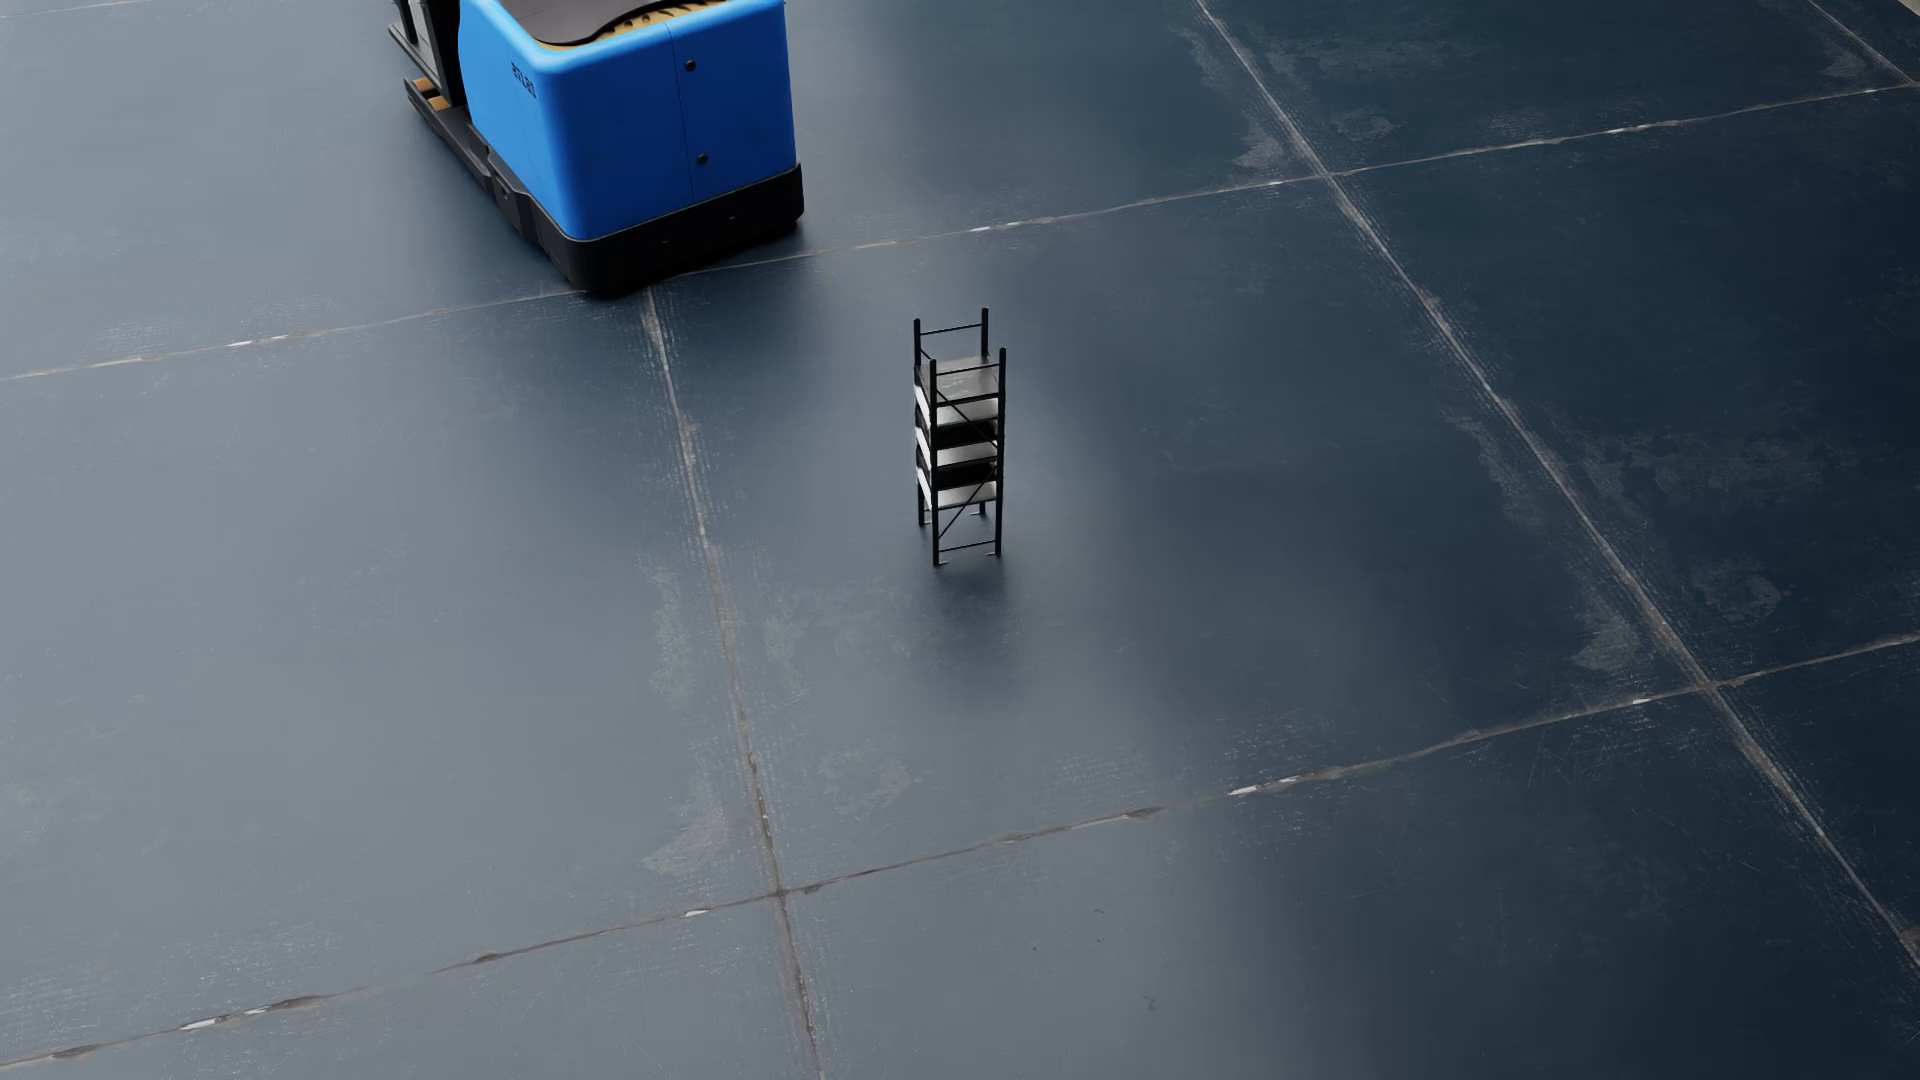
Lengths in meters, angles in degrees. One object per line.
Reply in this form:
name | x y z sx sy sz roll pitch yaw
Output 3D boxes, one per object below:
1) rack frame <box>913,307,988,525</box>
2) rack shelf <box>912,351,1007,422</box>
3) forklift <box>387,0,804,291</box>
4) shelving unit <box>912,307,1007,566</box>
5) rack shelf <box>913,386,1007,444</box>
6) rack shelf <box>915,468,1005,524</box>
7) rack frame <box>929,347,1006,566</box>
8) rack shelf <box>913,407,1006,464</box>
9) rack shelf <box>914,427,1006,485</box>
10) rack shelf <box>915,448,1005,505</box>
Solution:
rack frame | -0.028 -0.391 5.503 0.240 0.900 0.006 -11 47 -10
rack shelf | -0.002 -0.486 5.265 0.258 0.077 0.200 -11 47 -10
forklift | -1.888 -3.043 6.680 1.130 2.935 3.031 -25 51 -23
shelving unit | -0.002 -0.321 5.434 0.258 0.900 0.210 -11 47 -10
rack shelf | -0.002 -0.423 5.329 0.258 0.077 0.200 -11 47 -10
rack shelf | -0.002 -0.171 5.586 0.258 0.077 0.200 -11 47 -10
rack frame | 0.024 -0.250 5.365 0.240 0.900 0.006 -11 47 -10
rack shelf | -0.002 -0.360 5.394 0.258 0.077 0.200 -11 47 -10
rack shelf | -0.002 -0.297 5.458 0.258 0.077 0.200 -11 47 -10
rack shelf | -0.002 -0.234 5.522 0.258 0.077 0.200 -11 47 -10
